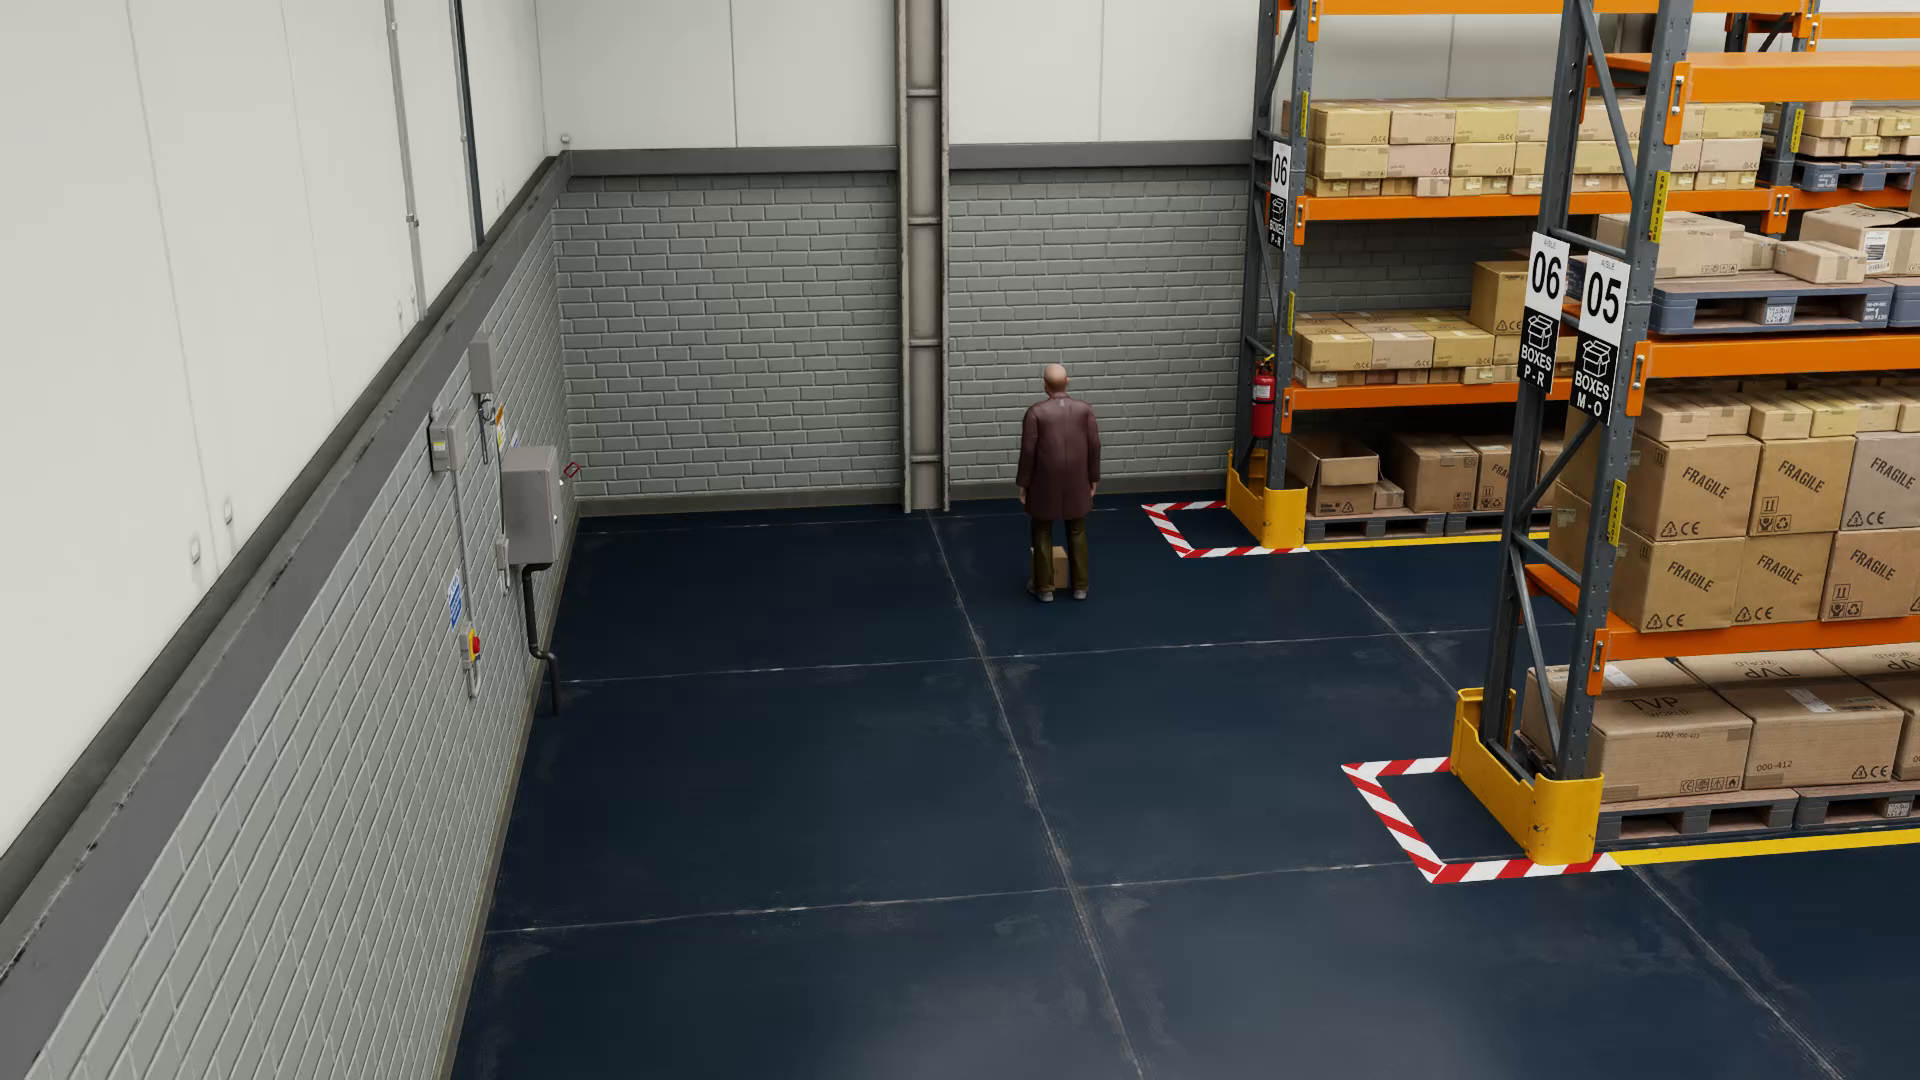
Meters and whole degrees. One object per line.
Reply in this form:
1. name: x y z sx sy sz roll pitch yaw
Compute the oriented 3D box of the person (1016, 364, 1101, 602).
1. person: 0.721 -0.421 12.272 0.642 1.772 0.429 -4 20 -10
